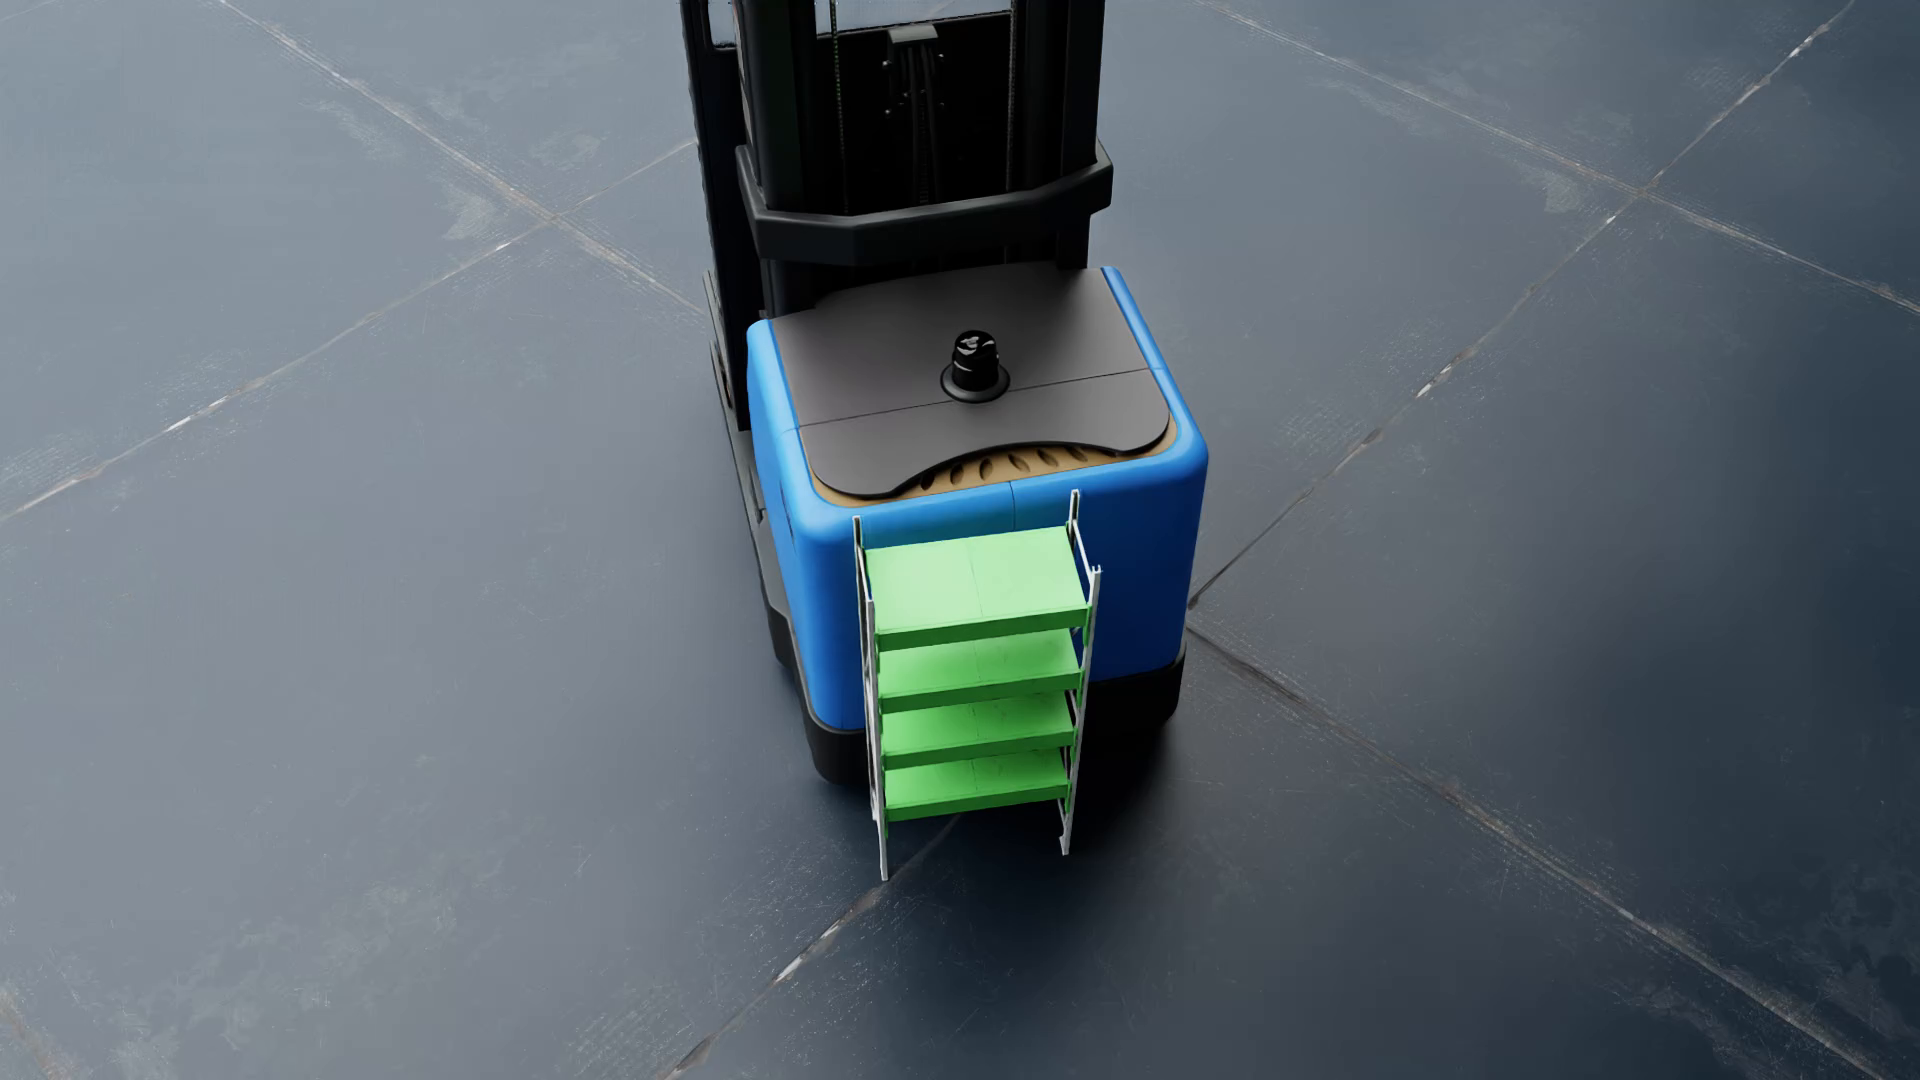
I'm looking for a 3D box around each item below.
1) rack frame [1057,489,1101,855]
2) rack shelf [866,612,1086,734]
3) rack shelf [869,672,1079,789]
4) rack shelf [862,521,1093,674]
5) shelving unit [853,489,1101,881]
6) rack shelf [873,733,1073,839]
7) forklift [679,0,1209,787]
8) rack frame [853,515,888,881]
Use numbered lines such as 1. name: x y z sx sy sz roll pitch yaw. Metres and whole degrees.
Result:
1. rack frame: 0.269 0.366 4.074 0.015 1.200 0.240 -7 50 -6
2. rack shelf: 0.030 0.282 3.912 0.480 0.148 0.258 -7 50 -6
3. rack shelf: 0.028 0.437 4.095 0.480 0.148 0.258 -7 50 -6
4. rack shelf: 0.032 0.127 3.729 0.480 0.148 0.258 -7 50 -6
5. shelving unit: 0.029 0.395 4.046 0.503 1.200 0.258 -7 50 -6
6. rack shelf: 0.026 0.591 4.279 0.480 0.148 0.258 -7 50 -6
7. forklift: -0.231 -1.430 4.582 1.130 2.935 3.031 -10 48 -9
8. rack frame: -0.212 0.425 4.019 0.015 1.200 0.240 -7 50 -6
